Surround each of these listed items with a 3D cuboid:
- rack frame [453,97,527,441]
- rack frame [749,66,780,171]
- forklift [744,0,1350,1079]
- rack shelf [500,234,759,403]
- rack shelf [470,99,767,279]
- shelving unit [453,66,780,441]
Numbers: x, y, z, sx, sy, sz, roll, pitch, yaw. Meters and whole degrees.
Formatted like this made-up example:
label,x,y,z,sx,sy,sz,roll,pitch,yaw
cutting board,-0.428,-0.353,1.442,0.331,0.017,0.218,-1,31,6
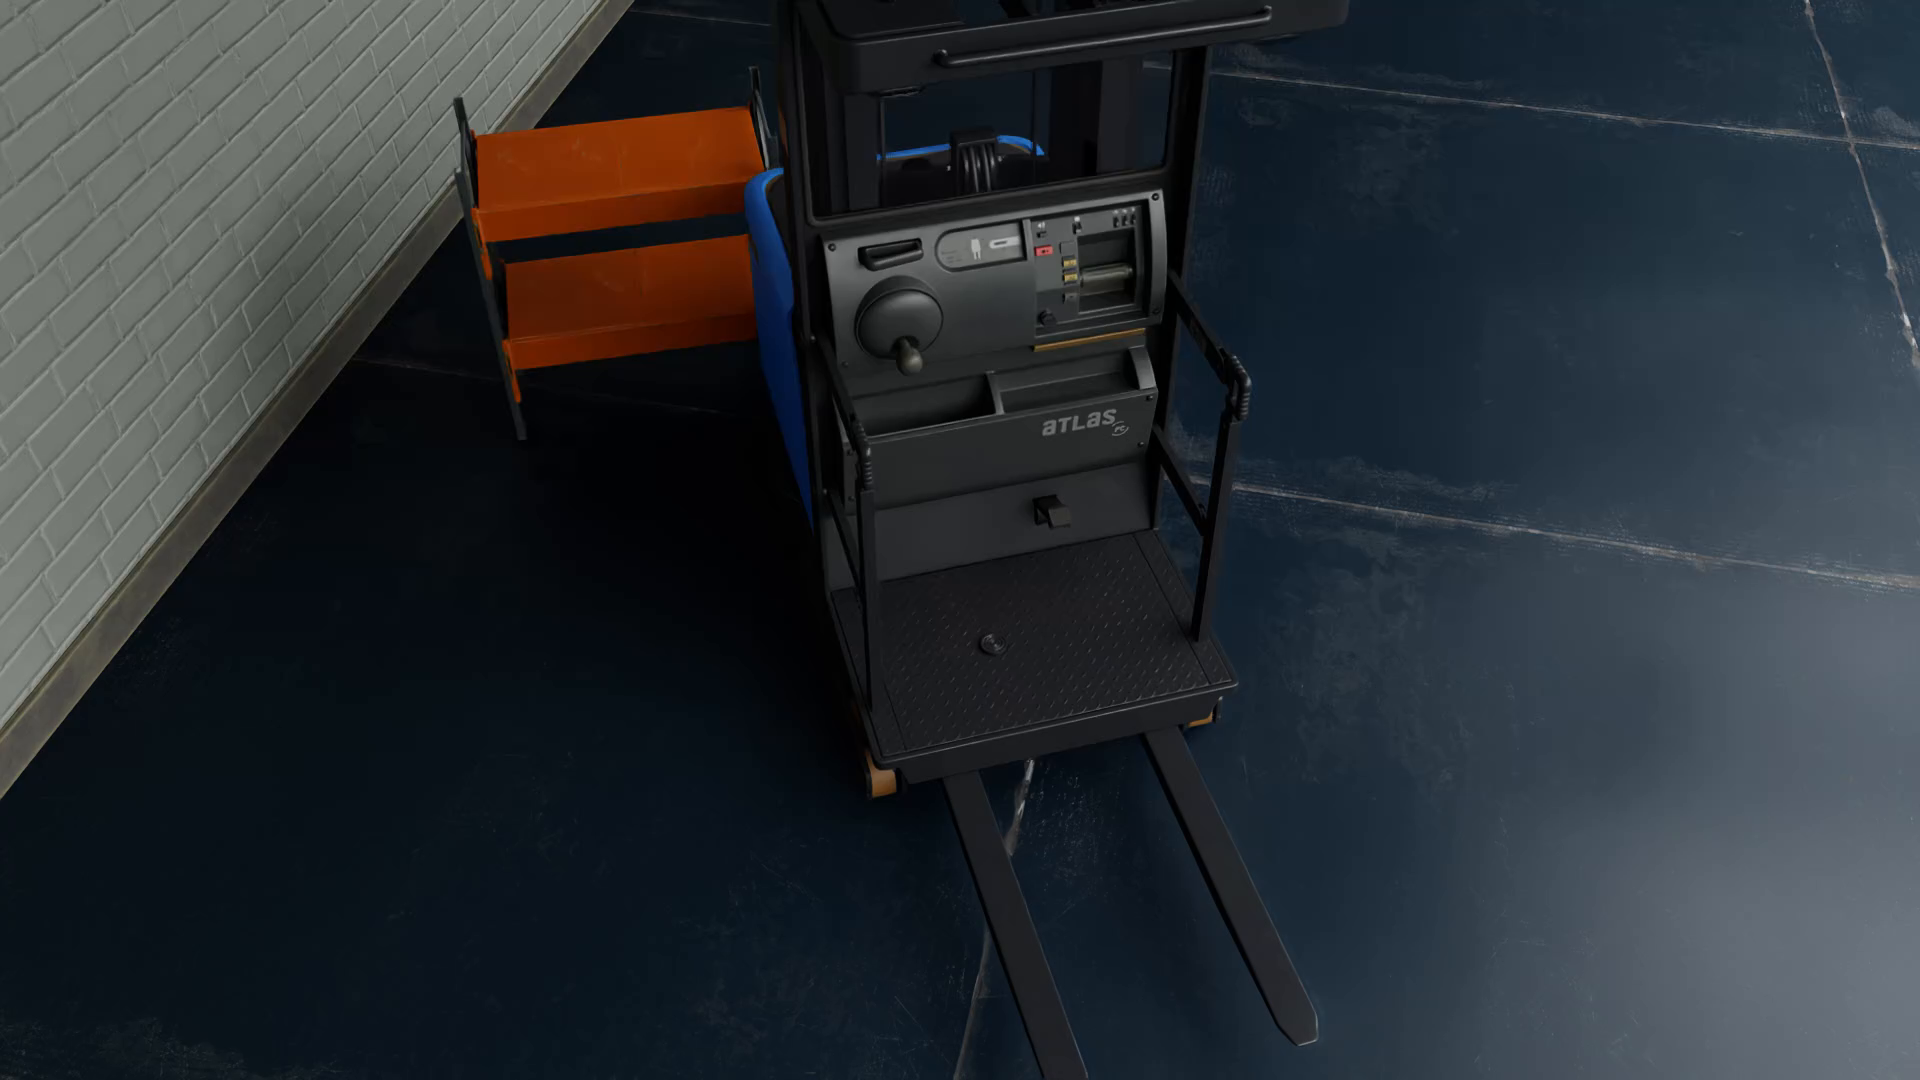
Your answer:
label,x,y,z,sx,sy,sz,roll,pitch,yaw
rack frame,-1.668,-0.944,5.919,0.032,1.125,0.500,-9,45,-9
rack frame,-0.675,-1.097,6.079,0.032,1.125,0.500,-9,45,-9
forklift,0.163,-0.599,4.259,1.130,2.935,3.031,-11,45,-11
rack shelf,-1.172,-0.844,6.168,1.000,0.278,0.538,-9,45,-9
rack shelf,-1.172,-1.231,5.796,1.000,0.278,0.538,-9,45,-9
shelving unit,-1.172,-1.020,5.999,1.048,1.125,0.538,-9,45,-9
